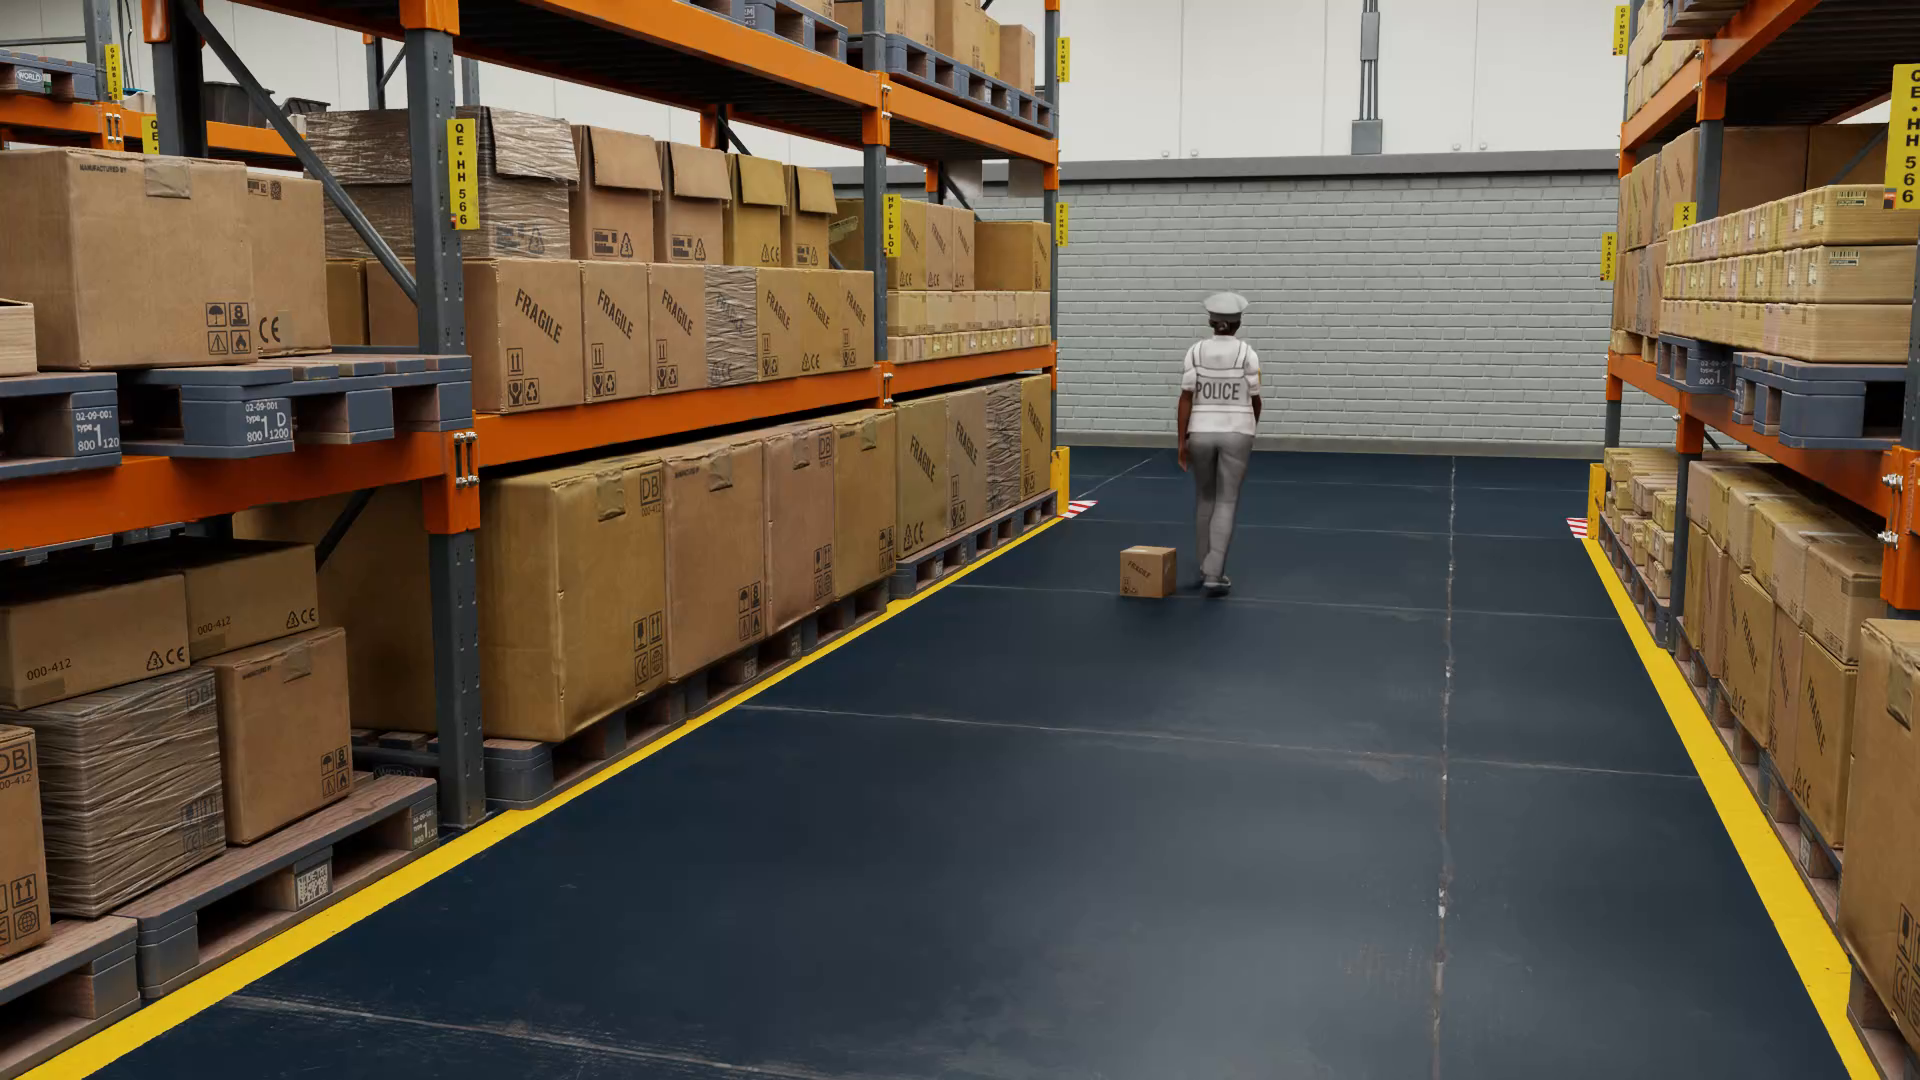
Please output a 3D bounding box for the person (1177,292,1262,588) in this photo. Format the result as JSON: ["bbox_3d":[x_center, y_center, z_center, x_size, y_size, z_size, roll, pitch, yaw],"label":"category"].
[{"bbox_3d":[1.496,-0.544,9.521,0.447,1.735,0.745,4,9,24],"label":"person"}]
